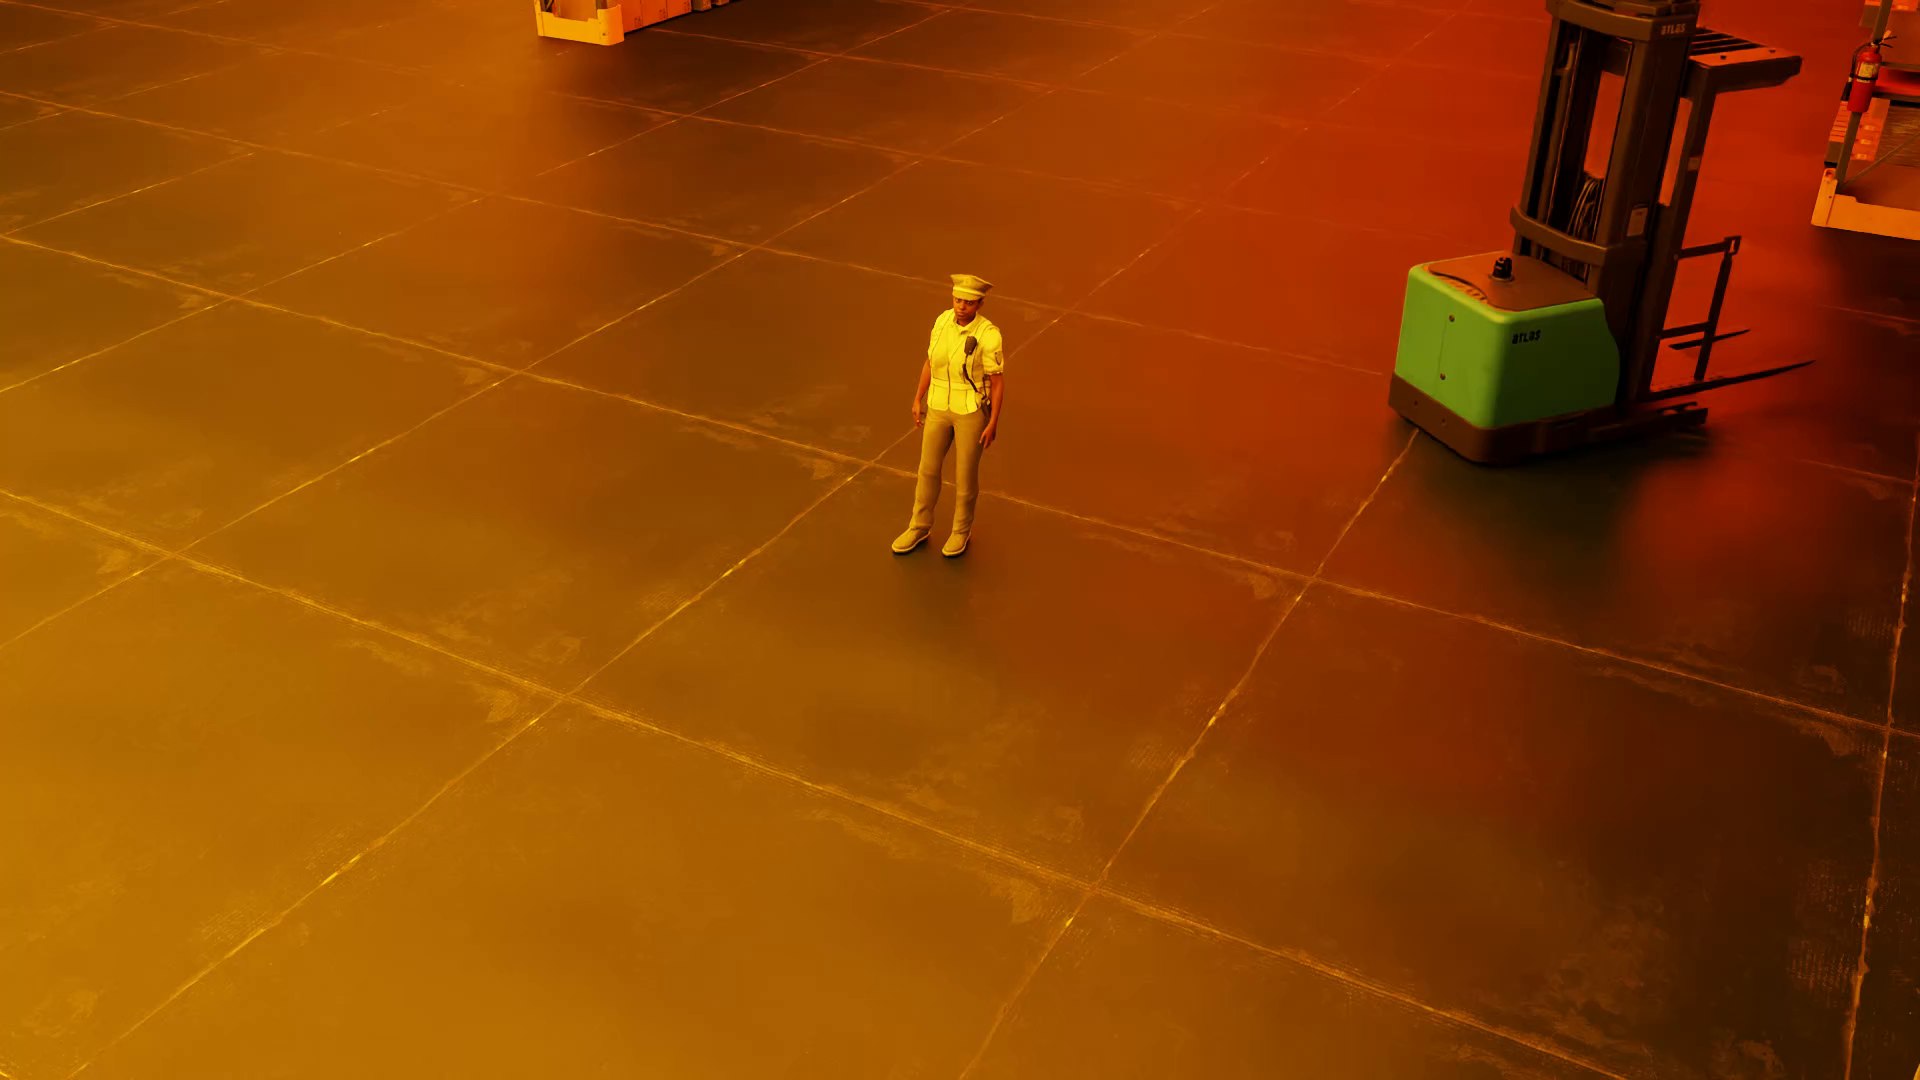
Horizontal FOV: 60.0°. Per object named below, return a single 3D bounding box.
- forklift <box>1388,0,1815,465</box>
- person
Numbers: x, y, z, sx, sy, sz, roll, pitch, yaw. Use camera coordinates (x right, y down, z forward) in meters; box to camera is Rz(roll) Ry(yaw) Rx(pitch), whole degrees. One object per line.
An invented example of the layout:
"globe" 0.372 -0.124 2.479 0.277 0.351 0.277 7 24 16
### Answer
"forklift" 4.524 -2.217 10.912 3.031 2.935 1.130 -12 32 -19
"person" -0.053 -0.711 9.527 0.570 1.694 0.528 15 33 25
